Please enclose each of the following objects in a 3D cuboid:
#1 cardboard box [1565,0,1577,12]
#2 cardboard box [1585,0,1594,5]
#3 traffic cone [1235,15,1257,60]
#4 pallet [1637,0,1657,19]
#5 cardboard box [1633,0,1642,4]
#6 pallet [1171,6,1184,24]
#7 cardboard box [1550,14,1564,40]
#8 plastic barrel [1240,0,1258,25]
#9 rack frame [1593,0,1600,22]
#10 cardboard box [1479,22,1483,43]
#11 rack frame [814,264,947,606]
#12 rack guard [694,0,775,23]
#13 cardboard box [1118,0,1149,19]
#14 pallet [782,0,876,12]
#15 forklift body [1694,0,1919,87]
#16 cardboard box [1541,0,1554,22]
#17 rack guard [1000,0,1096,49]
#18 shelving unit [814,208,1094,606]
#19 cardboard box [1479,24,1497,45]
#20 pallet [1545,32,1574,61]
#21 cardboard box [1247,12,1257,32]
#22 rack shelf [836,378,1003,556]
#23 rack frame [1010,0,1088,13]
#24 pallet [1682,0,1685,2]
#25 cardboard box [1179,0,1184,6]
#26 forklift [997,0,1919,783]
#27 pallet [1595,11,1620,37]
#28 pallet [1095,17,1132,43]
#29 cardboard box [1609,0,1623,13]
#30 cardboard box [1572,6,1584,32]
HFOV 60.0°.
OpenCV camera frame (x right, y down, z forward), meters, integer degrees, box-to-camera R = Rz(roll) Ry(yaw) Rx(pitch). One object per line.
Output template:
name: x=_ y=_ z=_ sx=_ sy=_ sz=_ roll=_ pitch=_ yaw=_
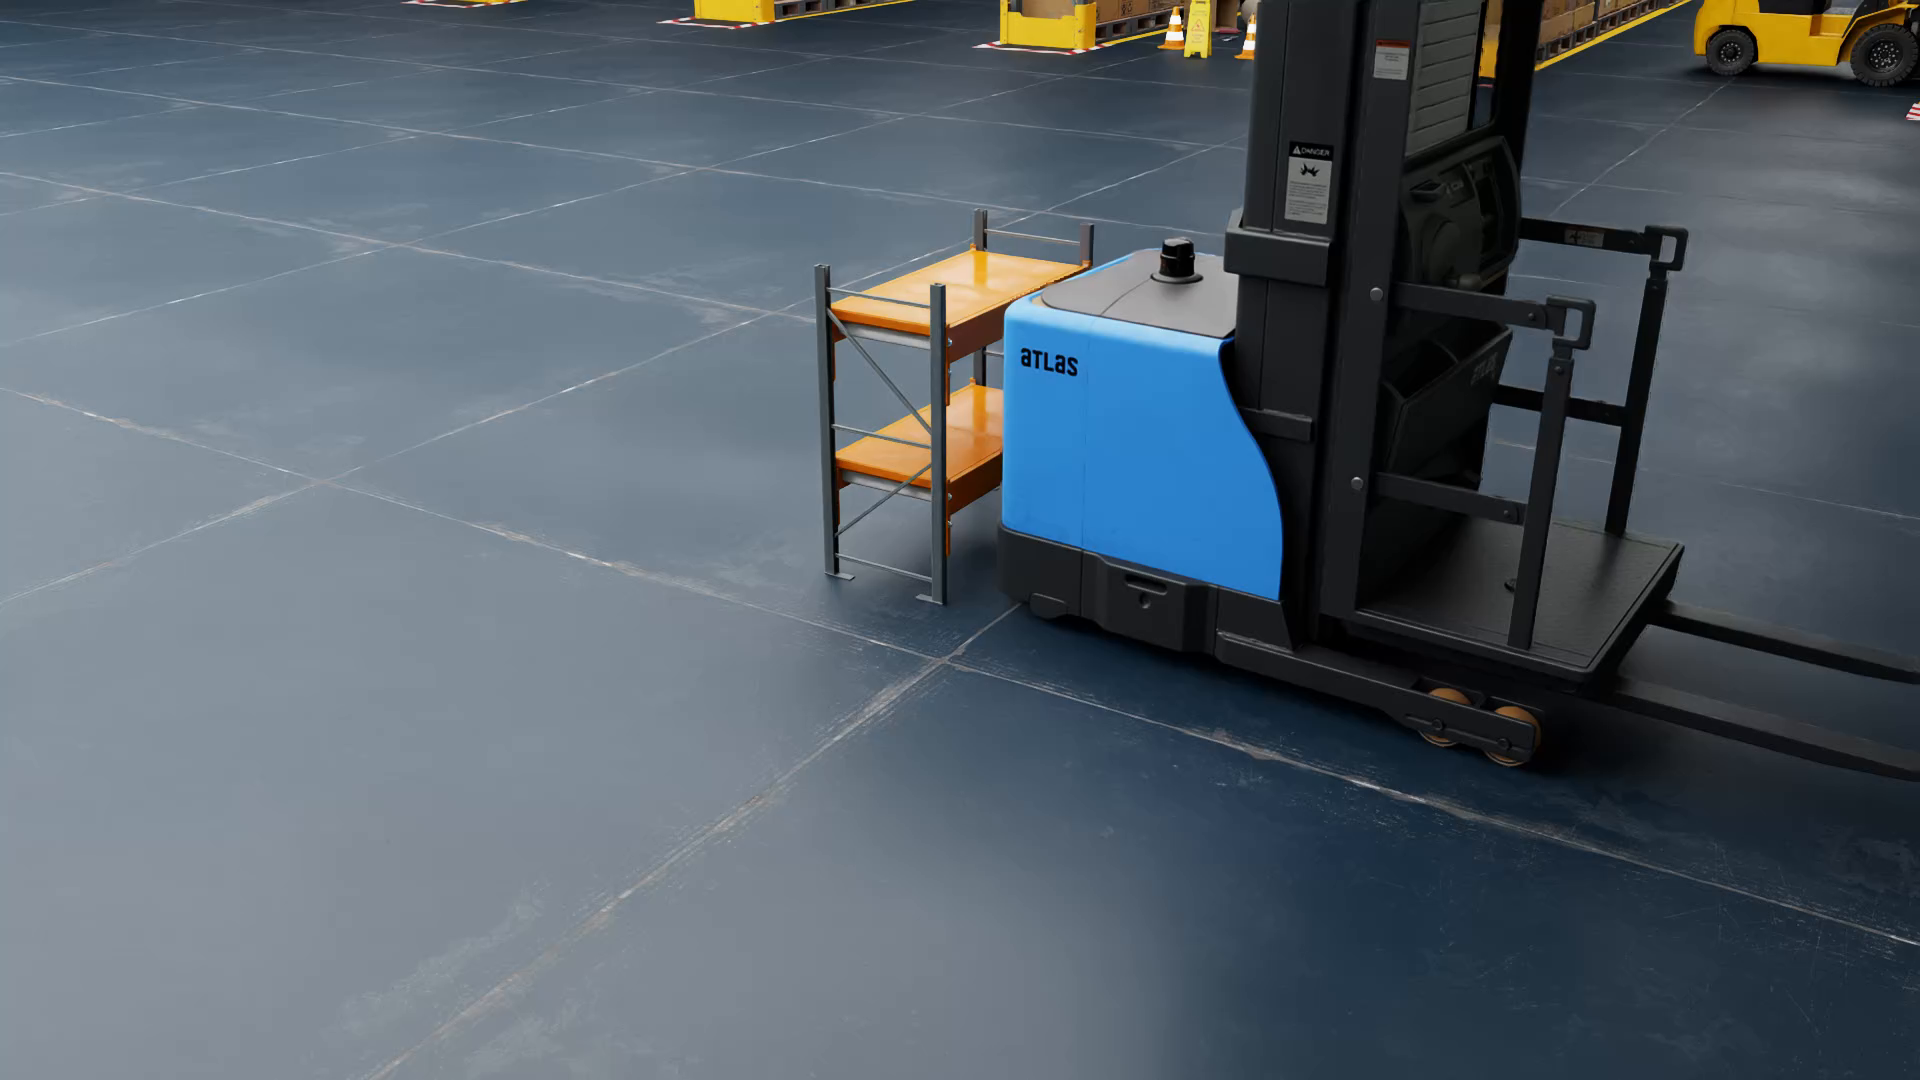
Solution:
cardboard box: x=6.811 y=-6.373 z=19.183 sx=0.500 sy=0.500 sz=0.500 roll=15 pitch=28 yaw=32
cardboard box: x=7.346 y=-6.717 z=19.979 sx=0.500 sy=0.500 sz=0.500 roll=13 pitch=27 yaw=28
traffic cone: x=3.329 y=-5.717 z=18.874 sx=0.336 sy=0.463 sz=0.334 roll=14 pitch=27 yaw=29
pallet: x=9.127 y=-7.505 z=23.320 sx=1.003 sy=0.211 sz=1.213 roll=14 pitch=27 yaw=29
cardboard box: x=8.851 y=-7.595 z=22.799 sx=0.950 sy=0.372 sz=0.625 roll=13 pitch=27 yaw=28
pallet: x=2.704 y=-7.181 z=22.573 sx=1.003 sy=0.211 sz=1.213 roll=14 pitch=27 yaw=29
cardboard box: x=6.533 y=-5.851 z=18.921 sx=0.500 sy=0.250 sz=0.500 roll=16 pitch=28 yaw=32
plastic barrel: x=3.876 y=-6.815 z=21.458 sx=0.421 sy=0.421 sz=0.512 roll=-7 pitch=24 yaw=-17
rack frame: x=7.430 y=-7.698 z=20.256 sx=1.000 sy=3.000 sz=0.127 roll=14 pitch=27 yaw=29
cardboard box: x=5.531 y=-5.616 z=18.380 sx=0.500 sy=0.250 sz=0.500 roll=14 pitch=27 yaw=29
rack frame: x=-0.265 y=-0.347 z=5.635 sx=0.500 sy=1.125 sz=0.032 roll=14 pitch=27 yaw=29
rack guard: x=-3.059 y=-7.303 z=22.491 sx=1.175 sy=0.500 sz=0.348 roll=14 pitch=27 yaw=29
cardboard box: x=1.825 y=-7.109 z=21.041 sx=0.875 sy=0.875 sz=0.875 roll=13 pitch=27 yaw=28
pallet: x=-1.956 y=-7.848 z=24.112 sx=1.003 sy=0.211 sz=1.213 roll=14 pitch=27 yaw=29
forklift body: x=8.990 y=-5.942 z=17.268 sx=2.313 sy=2.155 sz=1.214 roll=14 pitch=27 yaw=29
cardboard box: x=6.265 y=-6.023 z=18.375 sx=0.500 sy=0.500 sz=0.500 roll=13 pitch=26 yaw=27
rack guard: x=1.049 y=-6.196 z=19.933 sx=1.175 sy=0.500 sz=0.348 roll=14 pitch=27 yaw=29
shelving unit: x=0.004 y=-0.518 z=6.032 sx=0.538 sy=1.125 sz=1.048 roll=14 pitch=27 yaw=29
cardboard box: x=5.981 y=-5.493 z=18.096 sx=0.500 sy=0.250 sz=0.500 roll=14 pitch=27 yaw=29
pallet: x=6.463 y=-5.771 z=19.315 sx=1.003 sy=0.211 sz=1.213 roll=14 pitch=27 yaw=29
cardboard box: x=3.830 y=-6.480 z=20.885 sx=0.396 sy=0.266 sz=0.258 roll=20 pitch=30 yaw=38
rack shelf: x=0.004 y=-0.294 z=6.129 sx=0.538 sy=0.278 sz=1.000 roll=14 pitch=27 yaw=29
rack frame: x=1.062 y=-7.351 z=19.455 sx=1.000 sy=3.000 sz=0.127 roll=14 pitch=27 yaw=29
pallet: x=10.664 y=-8.429 z=25.454 sx=1.003 sy=0.211 sz=1.213 roll=14 pitch=27 yaw=29
cardboard box: x=2.780 y=-7.721 z=22.456 sx=0.875 sy=0.875 sz=0.875 roll=14 pitch=27 yaw=30
forklift: x=1.628 y=-0.939 z=4.729 sx=3.031 sy=2.935 sz=1.130 roll=15 pitch=28 yaw=31
pallet: x=7.840 y=-6.681 z=21.418 sx=1.003 sy=0.211 sz=1.213 roll=14 pitch=27 yaw=29
pallet: x=1.417 y=-6.358 z=20.670 sx=1.003 sy=0.211 sz=1.213 roll=14 pitch=27 yaw=29
cardboard box: x=8.081 y=-7.106 z=21.667 sx=0.950 sy=0.372 sz=0.625 roll=16 pitch=28 yaw=32
cardboard box: x=7.074 y=-6.191 z=19.708 sx=0.500 sy=0.250 sz=0.500 roll=13 pitch=27 yaw=28
